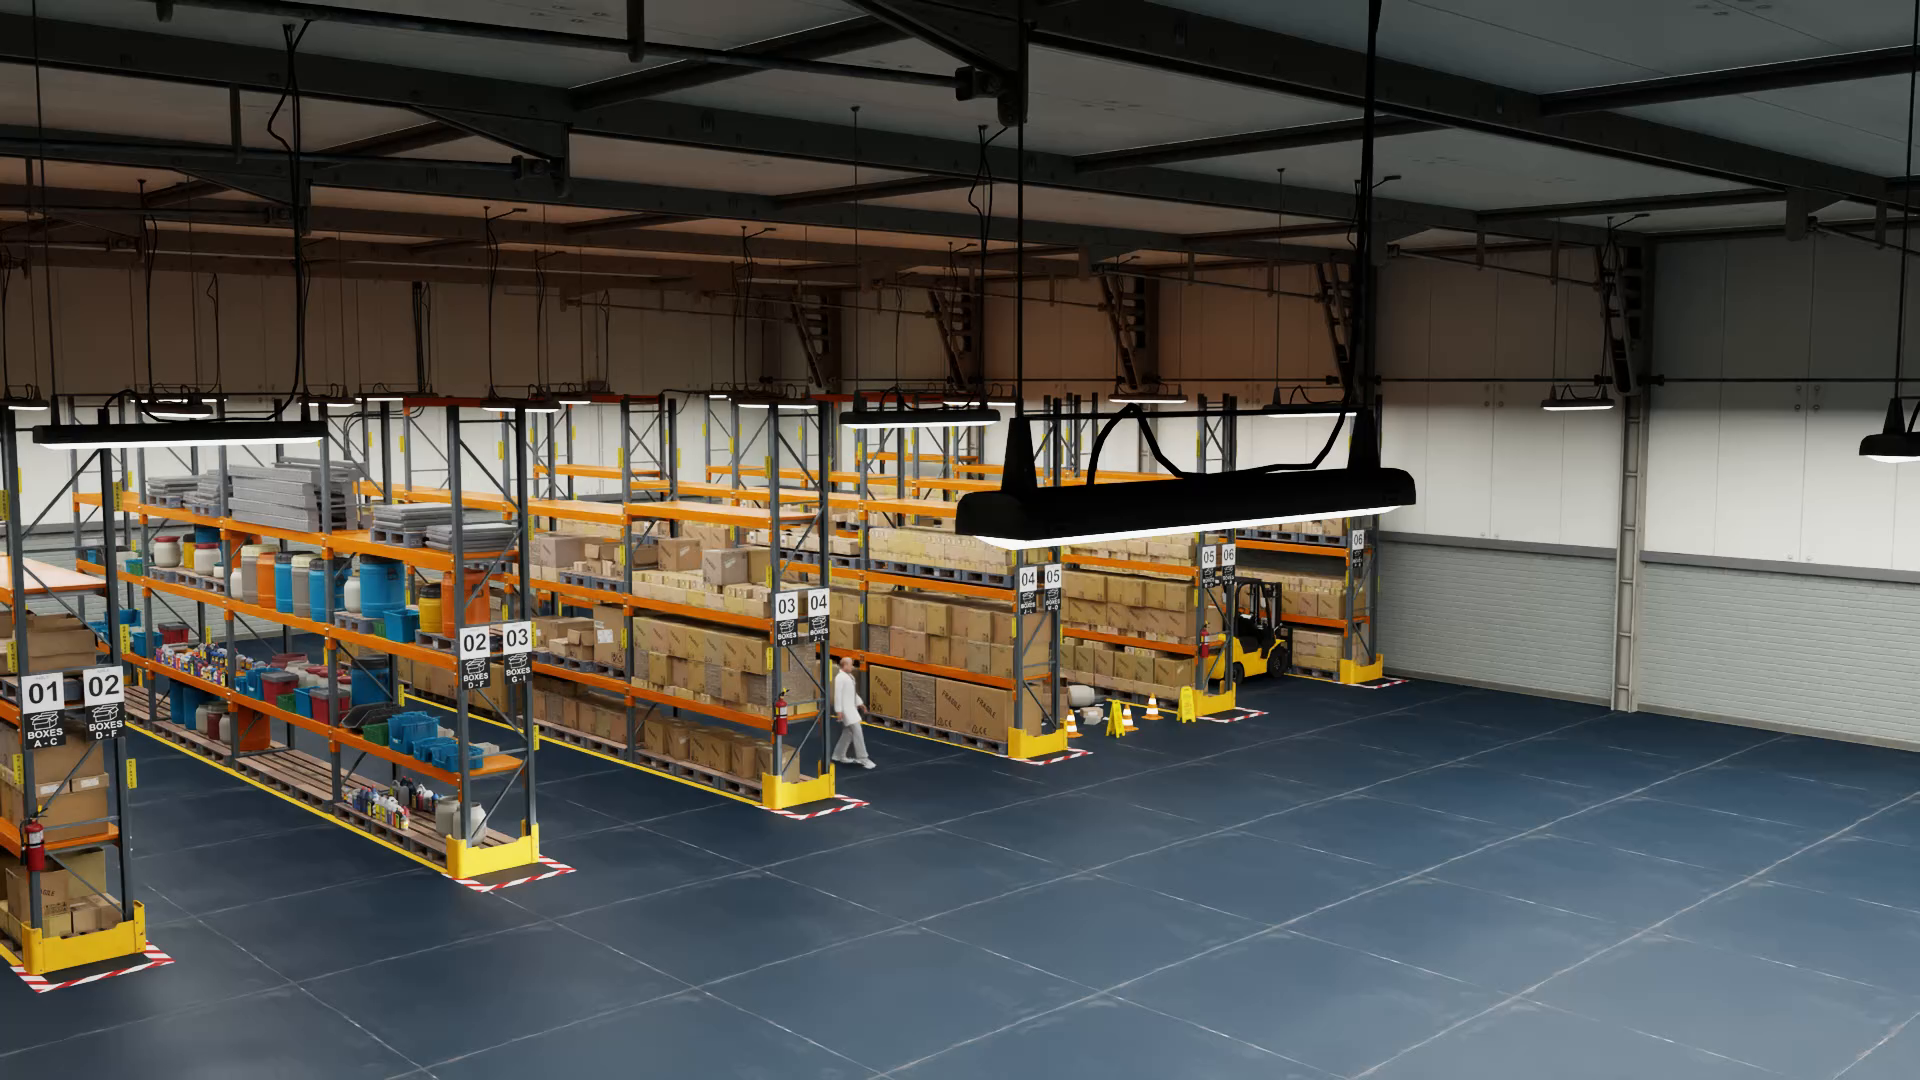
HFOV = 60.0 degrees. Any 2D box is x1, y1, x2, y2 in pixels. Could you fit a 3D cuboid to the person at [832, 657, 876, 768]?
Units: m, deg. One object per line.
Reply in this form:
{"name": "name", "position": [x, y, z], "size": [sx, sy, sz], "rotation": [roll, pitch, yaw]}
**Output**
{"name": "person", "position": [-1.734, 2.819, 27.353], "size": [0.814, 1.792, 0.605], "rotation": [1, 6, 10]}

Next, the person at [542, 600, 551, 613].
{"name": "person", "position": [-10.733, 1.307, 43.048], "size": [0.931, 1.733, 0.560], "rotation": [-1, 6, -7]}
